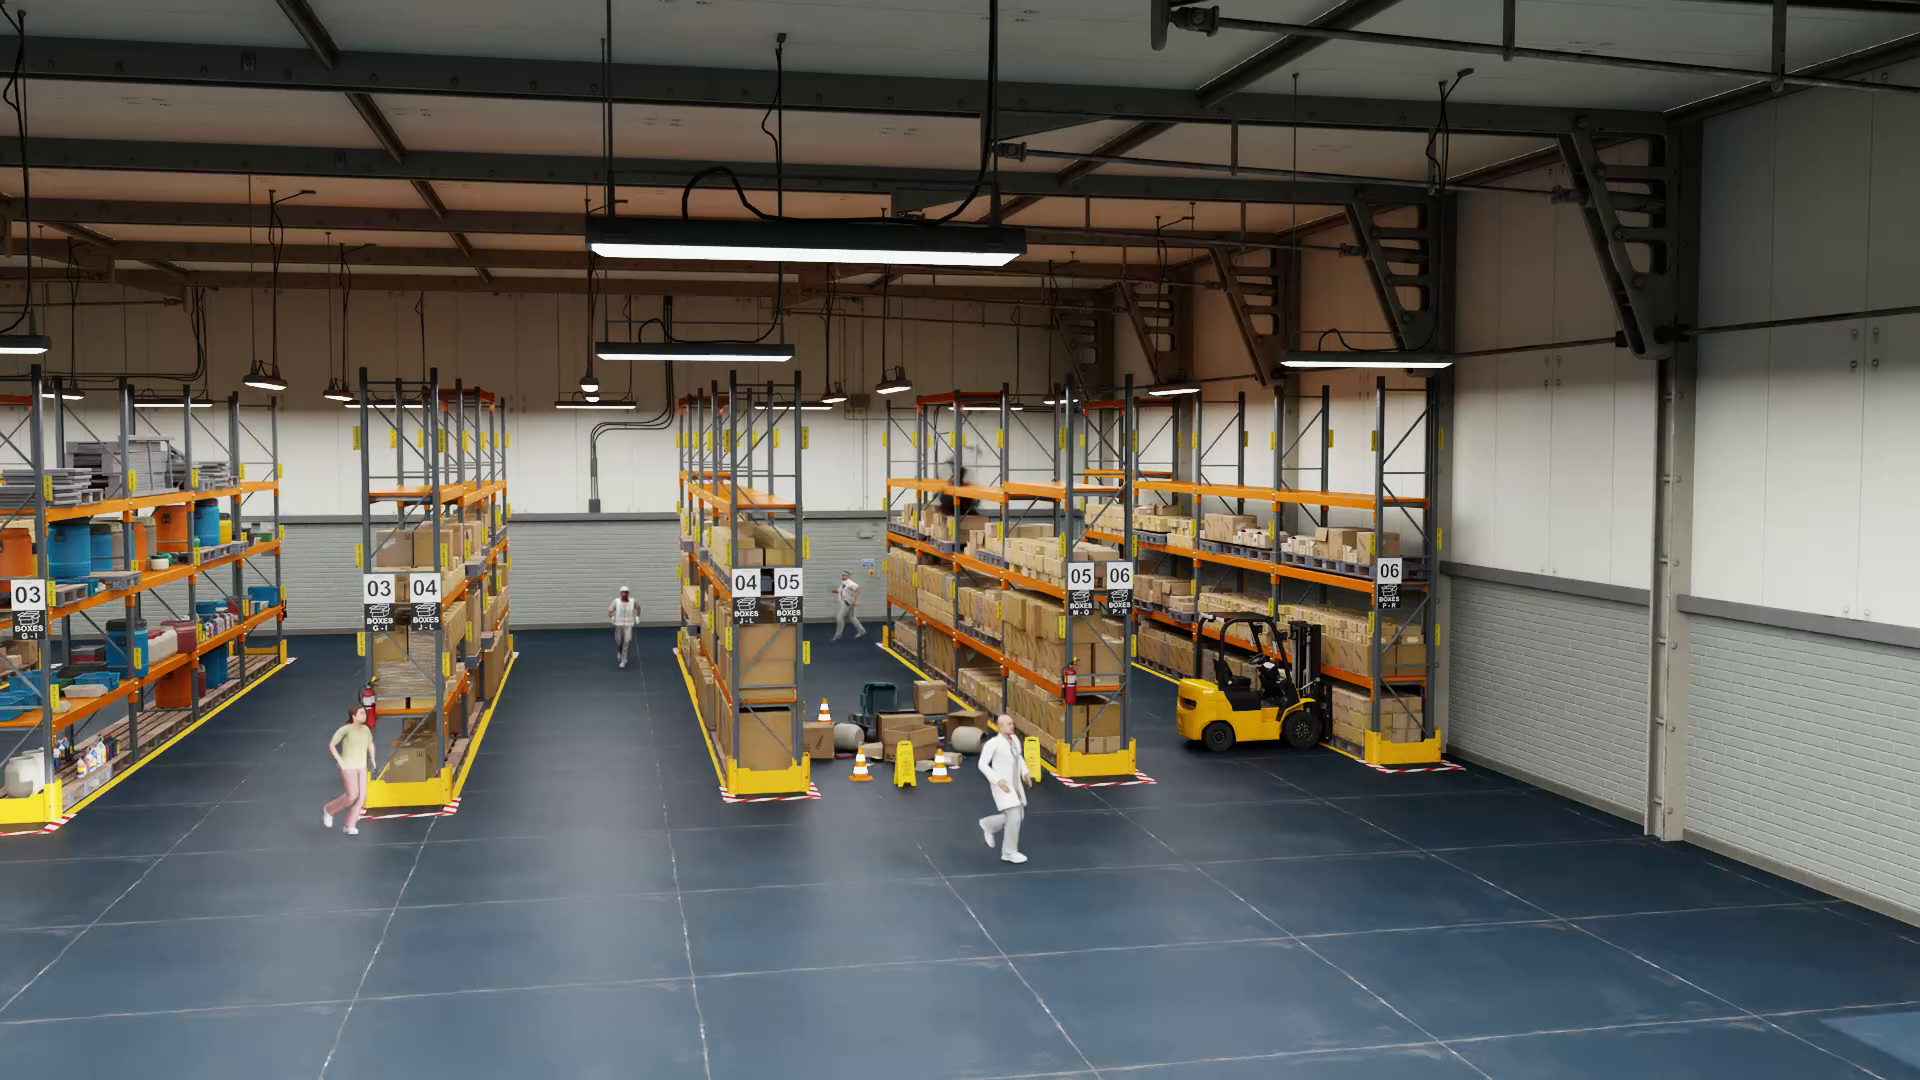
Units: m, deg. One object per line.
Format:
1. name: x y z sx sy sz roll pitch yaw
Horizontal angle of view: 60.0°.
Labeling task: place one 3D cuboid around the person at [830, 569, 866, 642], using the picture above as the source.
1. person: -2.801 1.631 41.569 0.929 1.807 0.677 -1 3 -10

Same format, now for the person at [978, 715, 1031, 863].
1. person: 0.501 2.947 19.868 0.774 1.734 0.752 3 4 39

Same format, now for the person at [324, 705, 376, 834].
1. person: -7.802 2.921 21.389 0.578 1.616 0.630 2 4 29

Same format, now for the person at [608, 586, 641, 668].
1. person: -7.462 1.914 36.976 0.713 1.776 0.990 -1 3 -10
